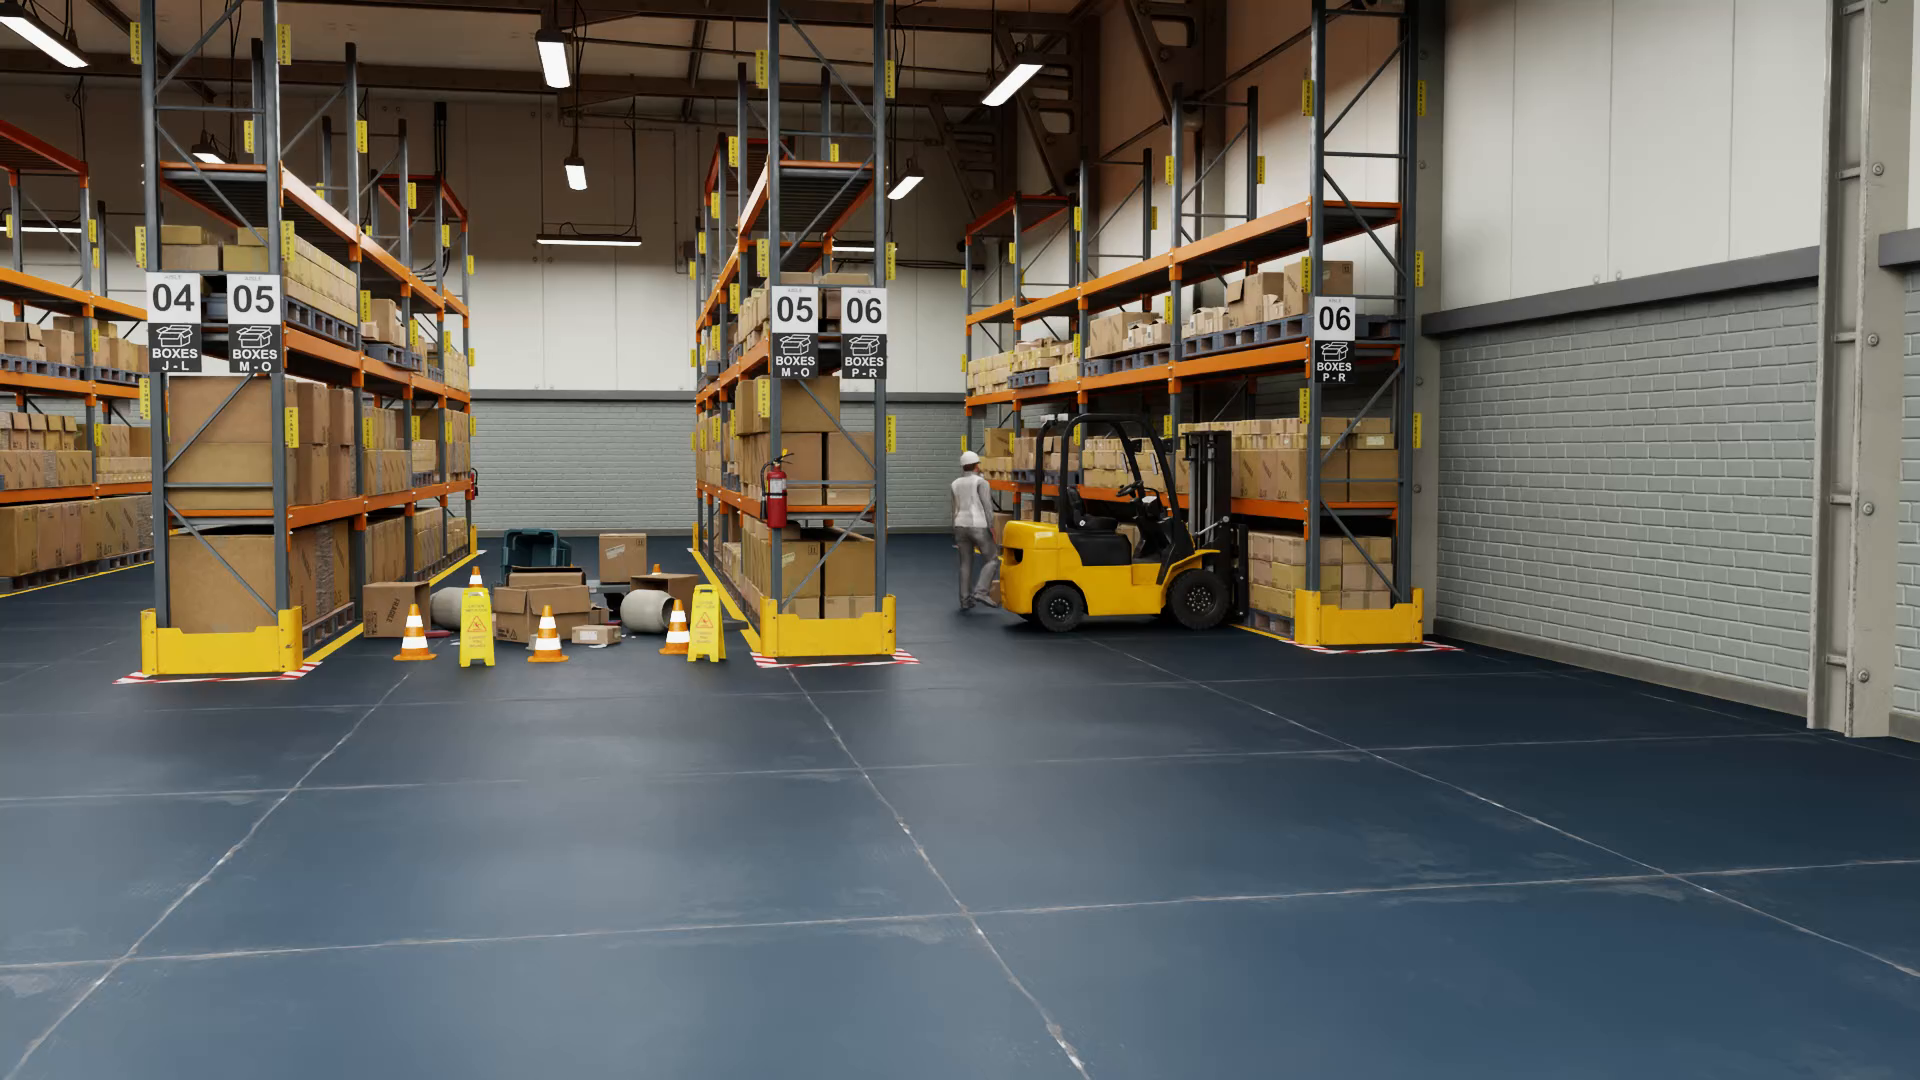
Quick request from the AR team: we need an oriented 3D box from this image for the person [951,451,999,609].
[{"bbox_3d":[0.161,-0.116,18.717,0.620,1.766,0.412,2,4,36],"label":"person"}]
